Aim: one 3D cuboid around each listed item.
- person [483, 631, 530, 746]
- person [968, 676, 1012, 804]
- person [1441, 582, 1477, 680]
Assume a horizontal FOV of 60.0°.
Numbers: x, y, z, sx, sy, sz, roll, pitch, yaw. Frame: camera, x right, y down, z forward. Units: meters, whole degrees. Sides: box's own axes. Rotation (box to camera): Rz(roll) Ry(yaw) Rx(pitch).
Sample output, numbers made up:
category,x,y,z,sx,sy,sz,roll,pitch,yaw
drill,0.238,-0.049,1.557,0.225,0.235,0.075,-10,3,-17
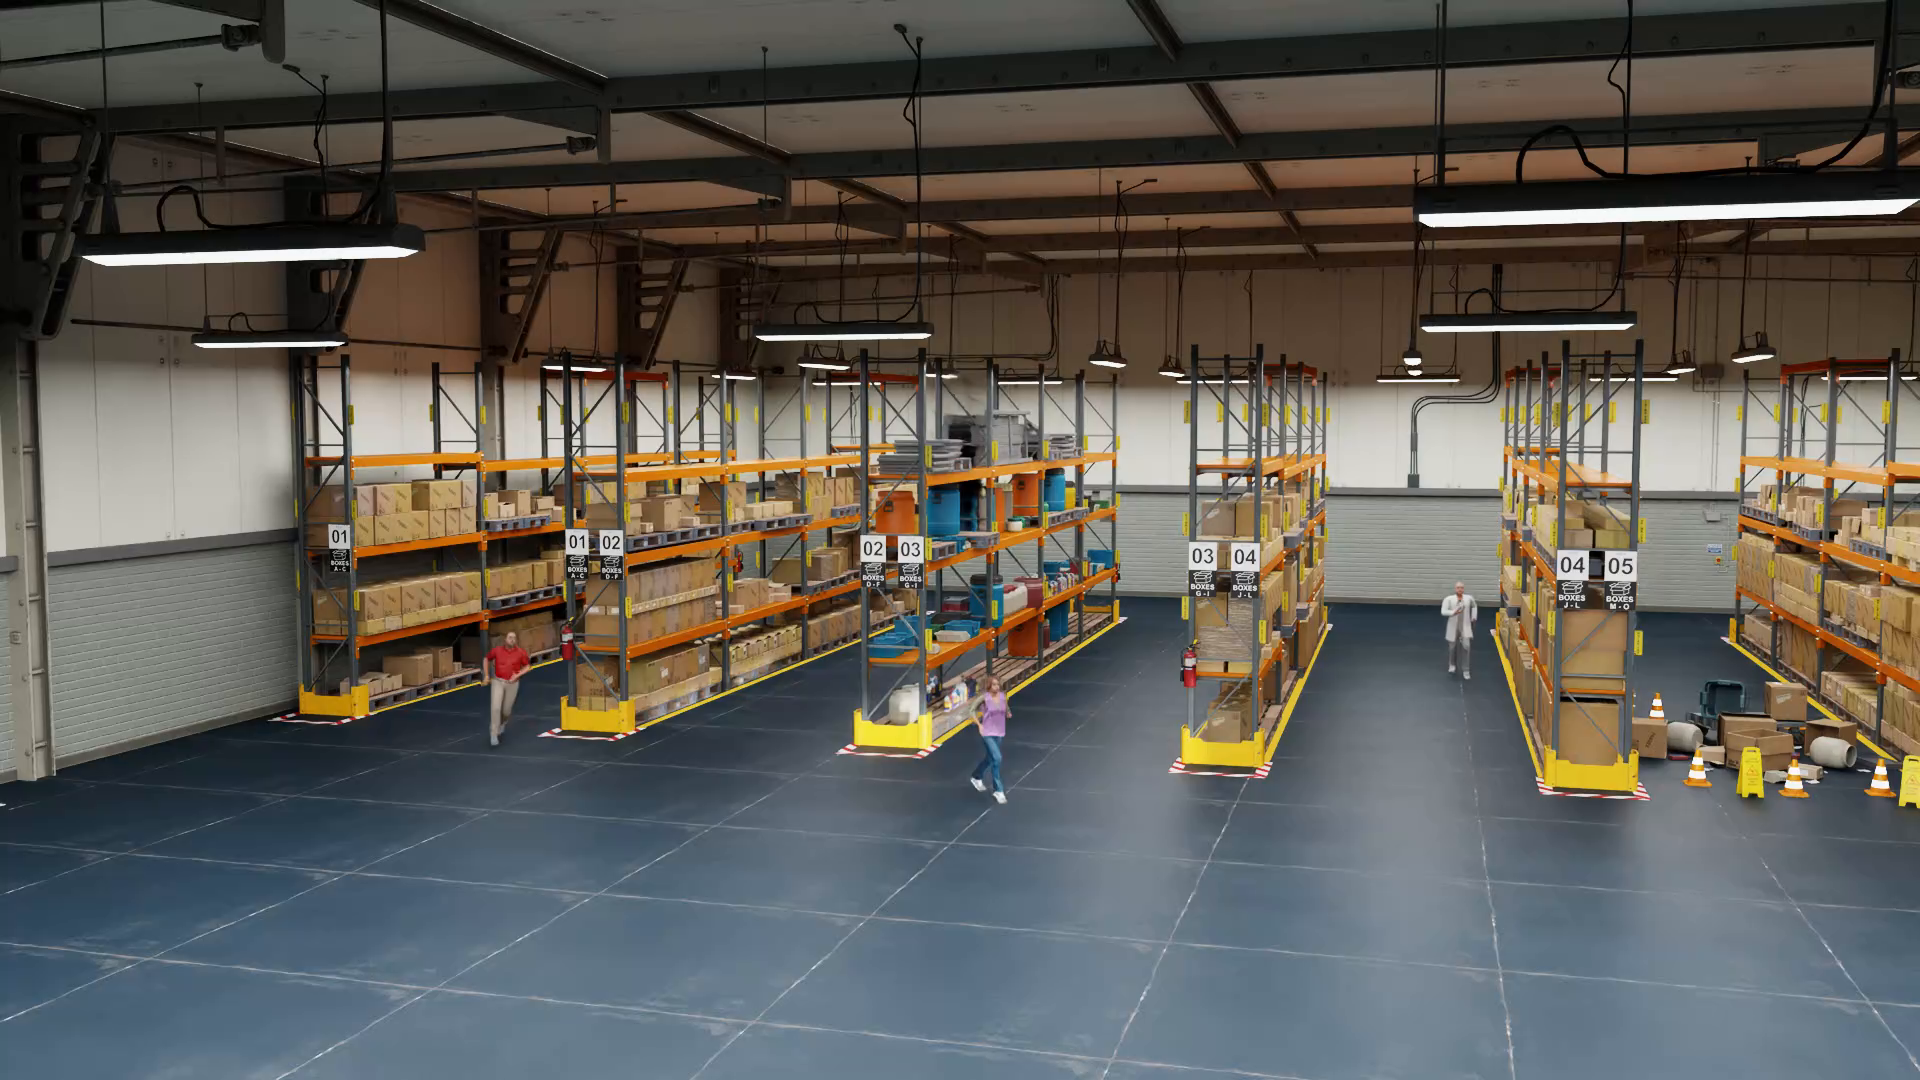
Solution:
category,x,y,z,sx,sy,sz,roll,pitch,yaw
person,-6.974,2.246,25.606,0.706,1.699,0.891,-1,4,-16
person,0.419,2.576,21.743,0.516,1.637,0.759,-3,5,-38
person,9.559,1.730,31.855,0.687,1.854,0.856,1,4,11
